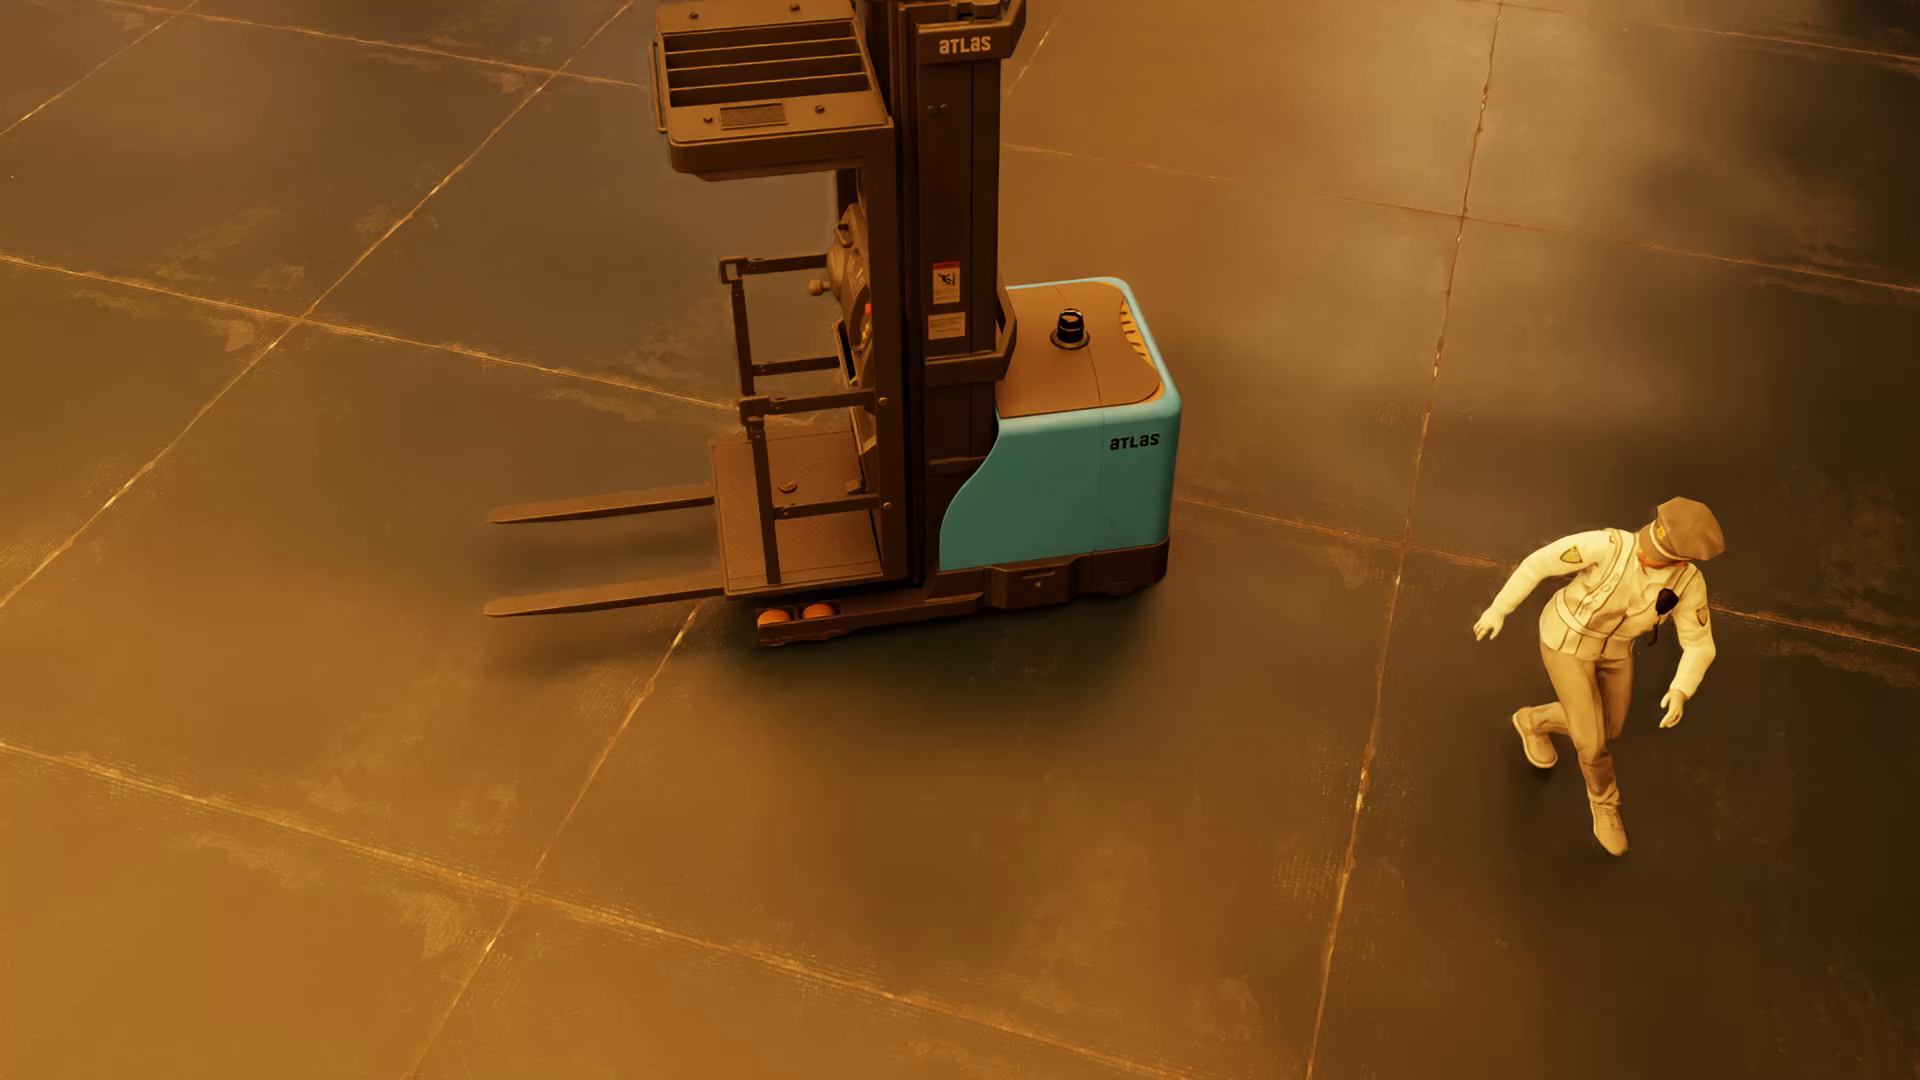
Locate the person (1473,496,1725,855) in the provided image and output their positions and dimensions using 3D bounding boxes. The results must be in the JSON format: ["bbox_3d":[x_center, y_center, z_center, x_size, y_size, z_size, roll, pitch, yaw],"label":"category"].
[{"bbox_3d":[2.361,0.481,6.210,0.742,1.563,0.777,-5,43,-6],"label":"person"}]

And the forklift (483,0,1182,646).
[{"bbox_3d":[-0.625,-0.996,6.759,3.031,2.935,1.130,-7,43,-8],"label":"forklift"}]
